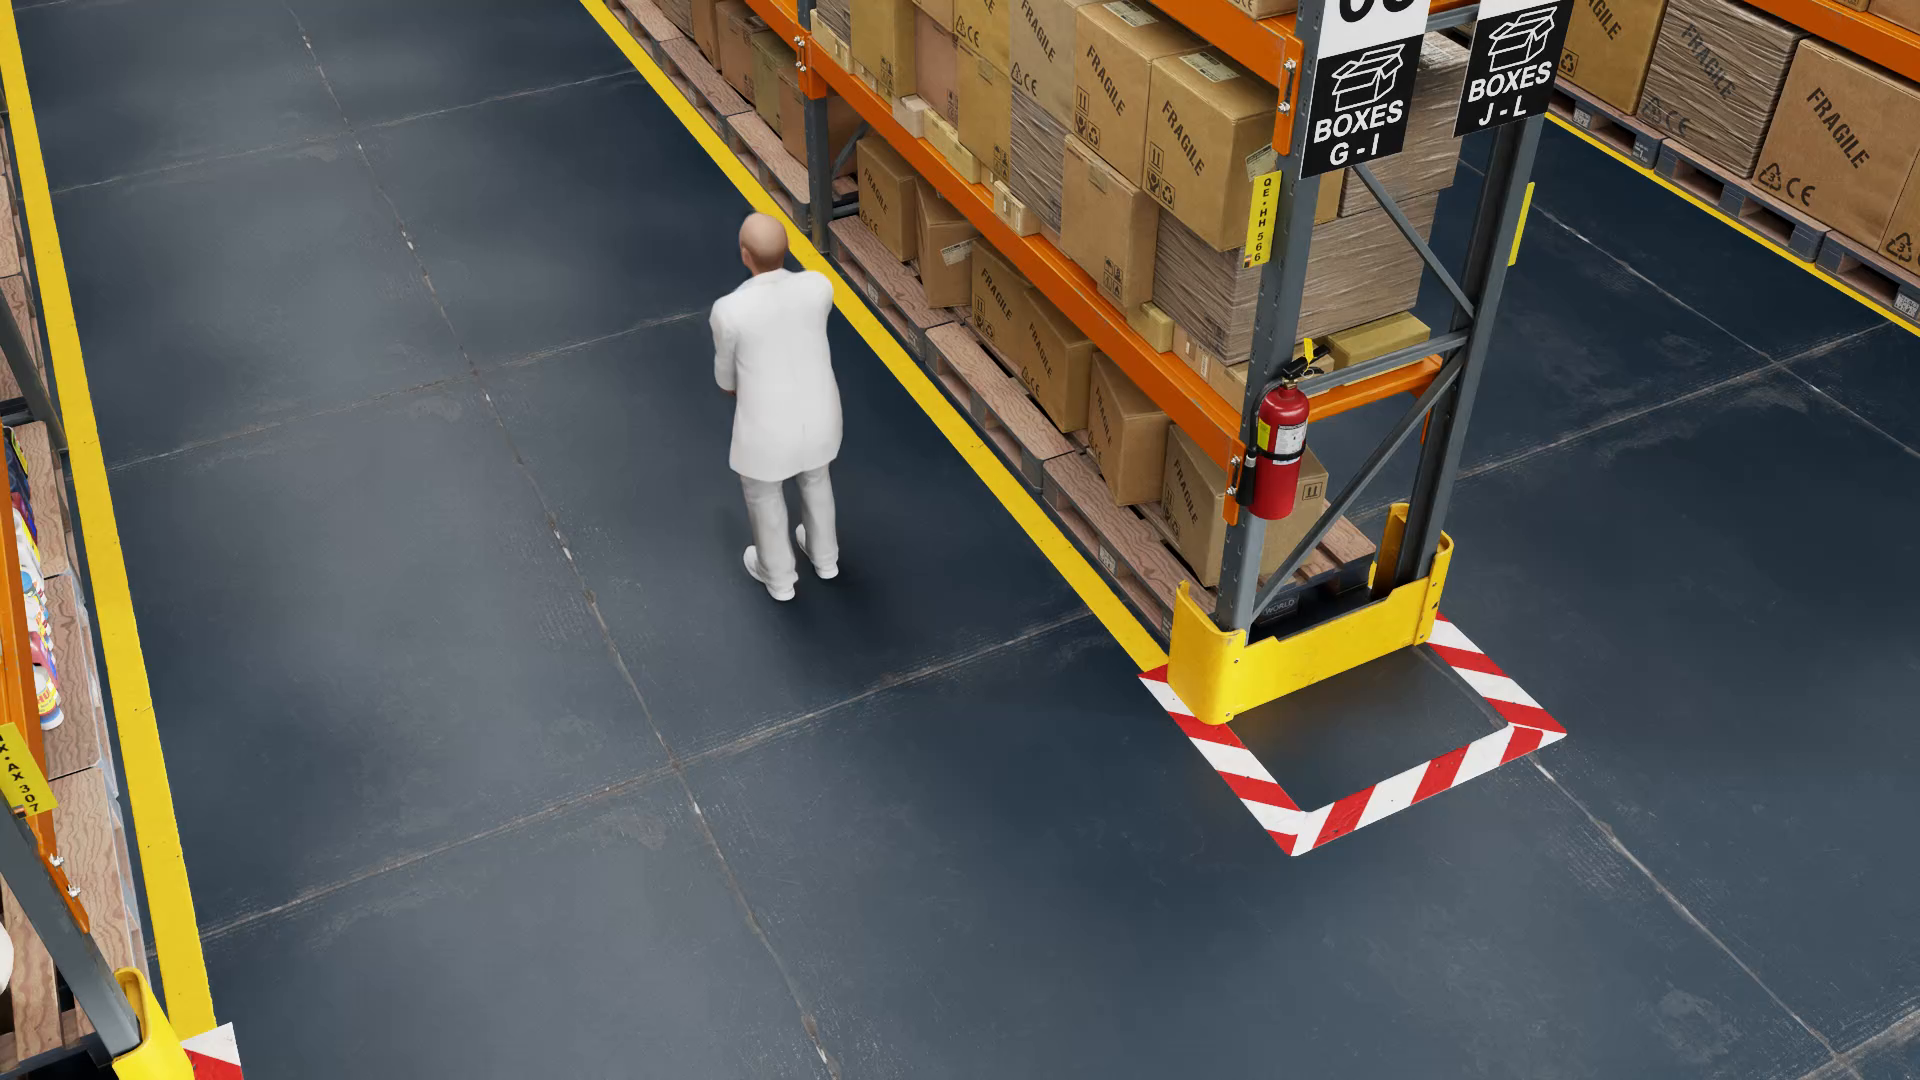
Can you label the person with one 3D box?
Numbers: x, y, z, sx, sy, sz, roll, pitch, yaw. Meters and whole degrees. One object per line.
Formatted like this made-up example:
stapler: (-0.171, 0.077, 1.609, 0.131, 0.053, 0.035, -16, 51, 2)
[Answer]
person: (-0.762, -0.580, 6.848, 0.524, 1.780, 0.569, -19, 44, -21)
